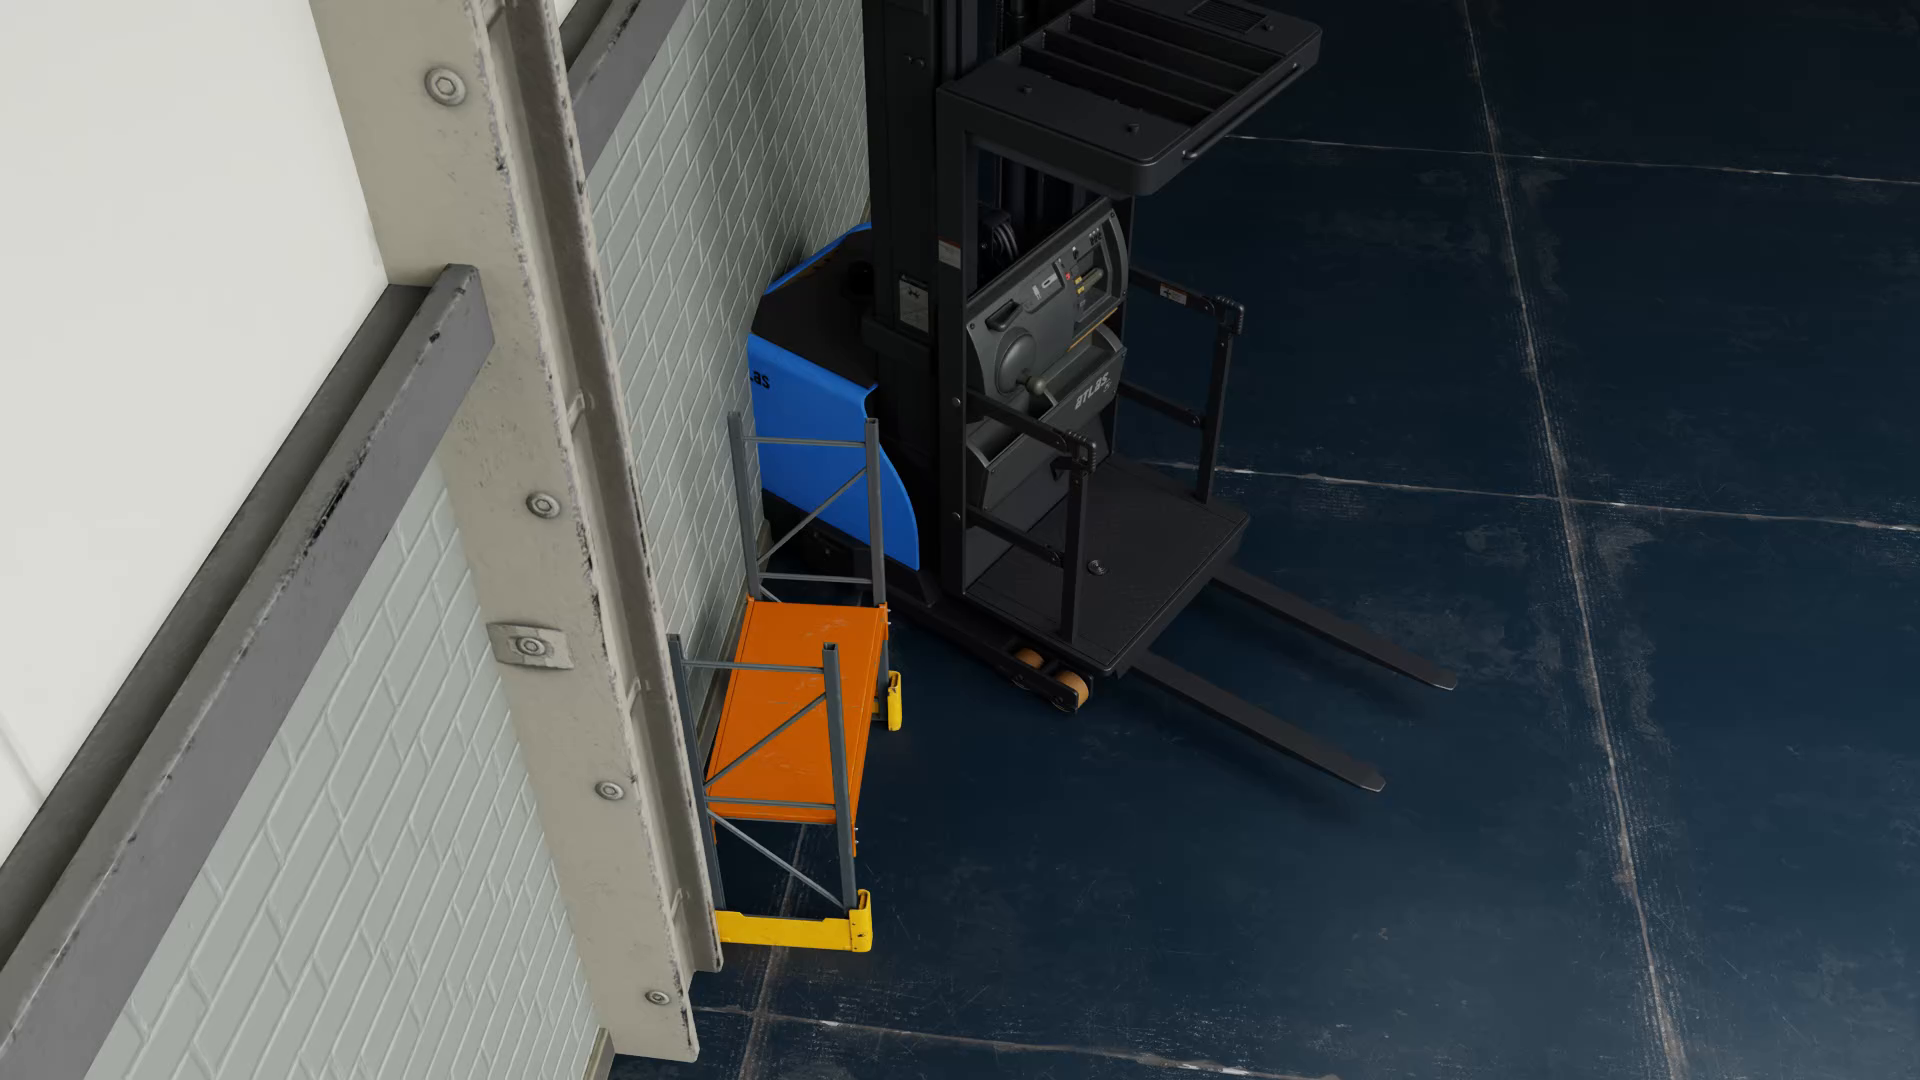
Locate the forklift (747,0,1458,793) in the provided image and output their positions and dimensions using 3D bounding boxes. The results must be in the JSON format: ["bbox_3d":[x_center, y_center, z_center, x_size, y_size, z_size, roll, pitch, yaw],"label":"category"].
[{"bbox_3d":[0.497,-0.806,5.970,3.031,2.935,1.130,27,50,26],"label":"forklift"}]

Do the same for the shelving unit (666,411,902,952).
[{"bbox_3d":[-0.561,0.495,5.637,0.587,1.500,1.083,3,44,3],"label":"shelving unit"}]

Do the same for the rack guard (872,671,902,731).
[{"bbox_3d":[-0.522,0.607,6.427,0.587,0.250,0.087,3,44,3],"label":"rack guard"}]

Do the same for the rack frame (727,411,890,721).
[{"bbox_3d":[-0.521,0.140,6.011,0.500,1.500,0.032,3,44,3],"label":"rack frame"}]

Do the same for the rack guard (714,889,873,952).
[{"bbox_3d":[-0.599,1.290,5.706,0.587,0.250,0.087,3,44,3],"label":"rack guard"}]

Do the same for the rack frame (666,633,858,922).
[{"bbox_3d":[-0.599,0.837,5.275,0.500,1.500,0.032,3,44,3],"label":"rack frame"}]

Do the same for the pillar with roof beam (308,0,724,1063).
[{"bbox_3d":[3.275,-1.315,2.094,9.100,9.000,0.400,5,44,6],"label":"pillar with roof beam"}]

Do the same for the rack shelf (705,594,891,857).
[{"bbox_3d":[-0.560,0.619,5.767,0.538,0.185,1.000,3,44,3],"label":"rack shelf"}]
